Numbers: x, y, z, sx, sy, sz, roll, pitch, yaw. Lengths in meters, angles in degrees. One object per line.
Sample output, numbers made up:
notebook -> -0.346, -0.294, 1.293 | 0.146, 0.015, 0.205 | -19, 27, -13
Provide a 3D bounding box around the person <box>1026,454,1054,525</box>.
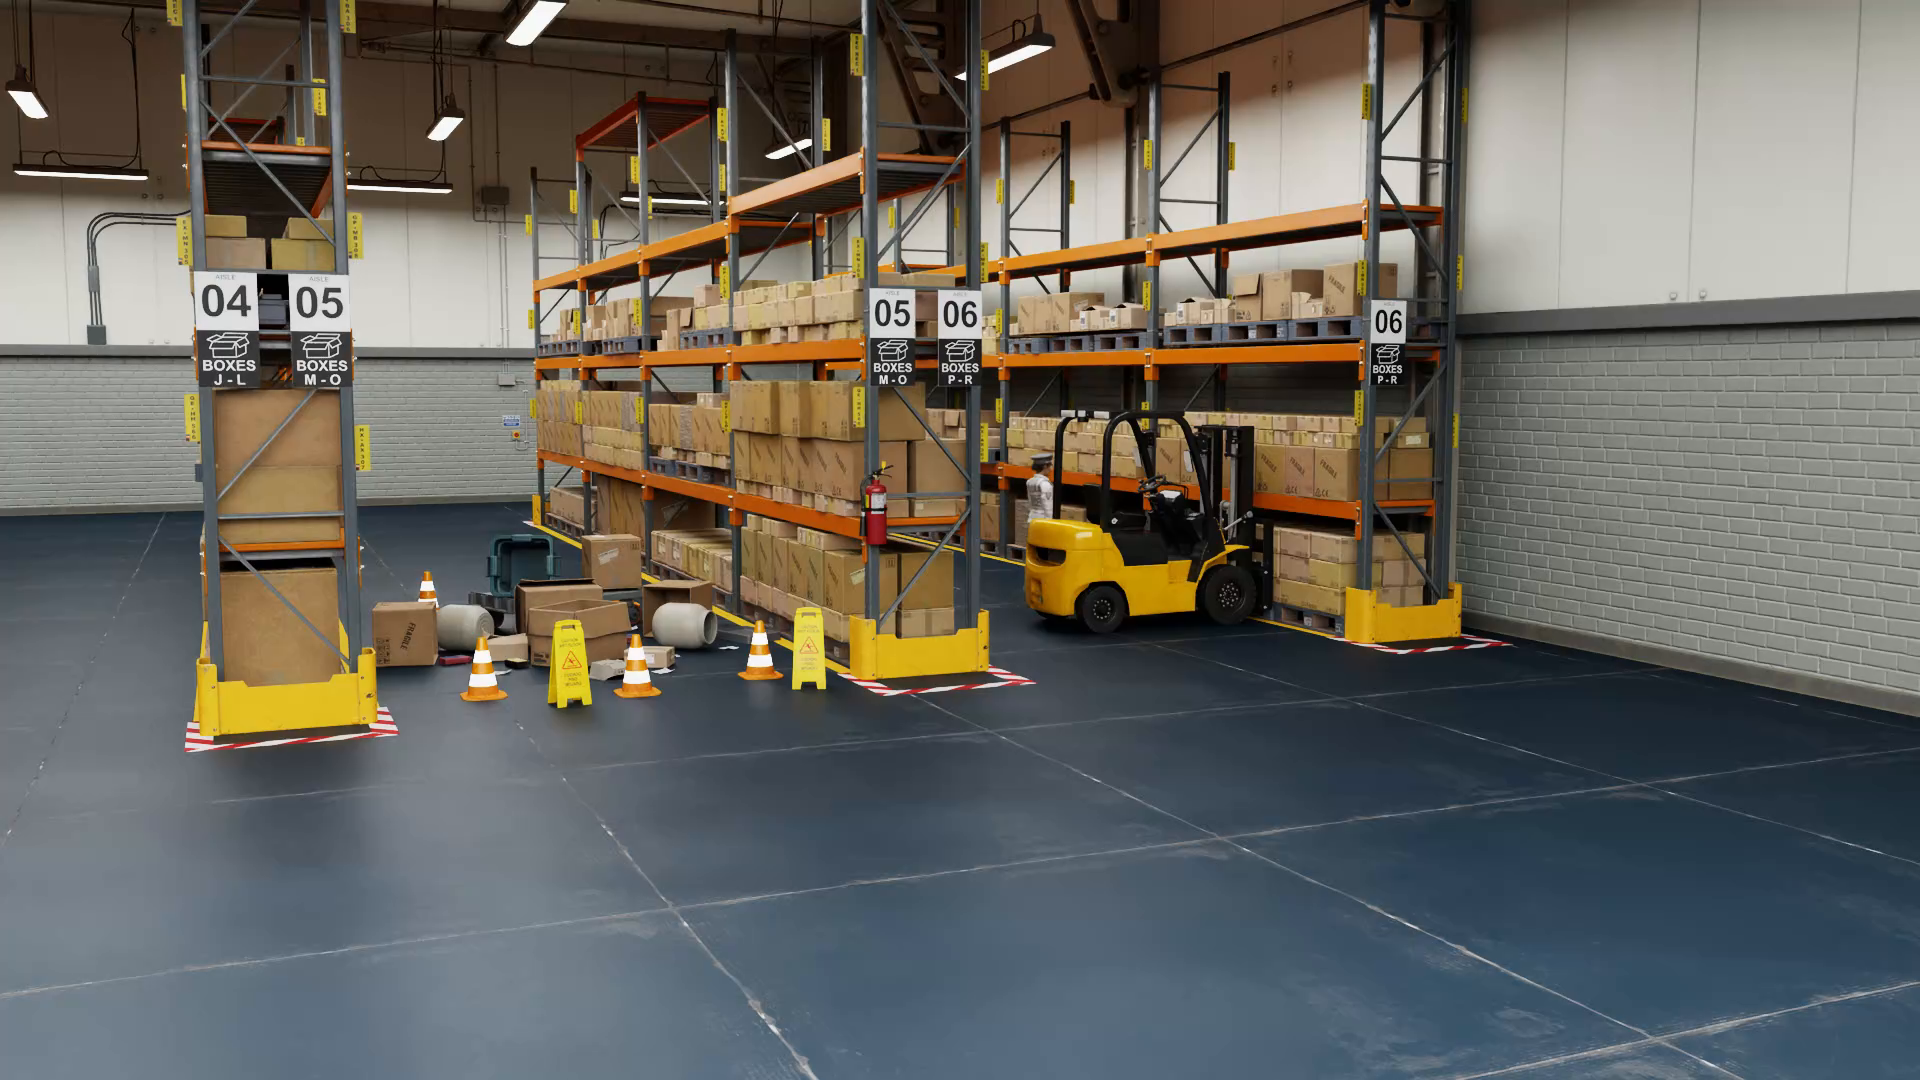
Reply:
person -> 0.912, -0.112, 18.239 | 0.328, 1.661, 0.469 | -2, 6, -23
